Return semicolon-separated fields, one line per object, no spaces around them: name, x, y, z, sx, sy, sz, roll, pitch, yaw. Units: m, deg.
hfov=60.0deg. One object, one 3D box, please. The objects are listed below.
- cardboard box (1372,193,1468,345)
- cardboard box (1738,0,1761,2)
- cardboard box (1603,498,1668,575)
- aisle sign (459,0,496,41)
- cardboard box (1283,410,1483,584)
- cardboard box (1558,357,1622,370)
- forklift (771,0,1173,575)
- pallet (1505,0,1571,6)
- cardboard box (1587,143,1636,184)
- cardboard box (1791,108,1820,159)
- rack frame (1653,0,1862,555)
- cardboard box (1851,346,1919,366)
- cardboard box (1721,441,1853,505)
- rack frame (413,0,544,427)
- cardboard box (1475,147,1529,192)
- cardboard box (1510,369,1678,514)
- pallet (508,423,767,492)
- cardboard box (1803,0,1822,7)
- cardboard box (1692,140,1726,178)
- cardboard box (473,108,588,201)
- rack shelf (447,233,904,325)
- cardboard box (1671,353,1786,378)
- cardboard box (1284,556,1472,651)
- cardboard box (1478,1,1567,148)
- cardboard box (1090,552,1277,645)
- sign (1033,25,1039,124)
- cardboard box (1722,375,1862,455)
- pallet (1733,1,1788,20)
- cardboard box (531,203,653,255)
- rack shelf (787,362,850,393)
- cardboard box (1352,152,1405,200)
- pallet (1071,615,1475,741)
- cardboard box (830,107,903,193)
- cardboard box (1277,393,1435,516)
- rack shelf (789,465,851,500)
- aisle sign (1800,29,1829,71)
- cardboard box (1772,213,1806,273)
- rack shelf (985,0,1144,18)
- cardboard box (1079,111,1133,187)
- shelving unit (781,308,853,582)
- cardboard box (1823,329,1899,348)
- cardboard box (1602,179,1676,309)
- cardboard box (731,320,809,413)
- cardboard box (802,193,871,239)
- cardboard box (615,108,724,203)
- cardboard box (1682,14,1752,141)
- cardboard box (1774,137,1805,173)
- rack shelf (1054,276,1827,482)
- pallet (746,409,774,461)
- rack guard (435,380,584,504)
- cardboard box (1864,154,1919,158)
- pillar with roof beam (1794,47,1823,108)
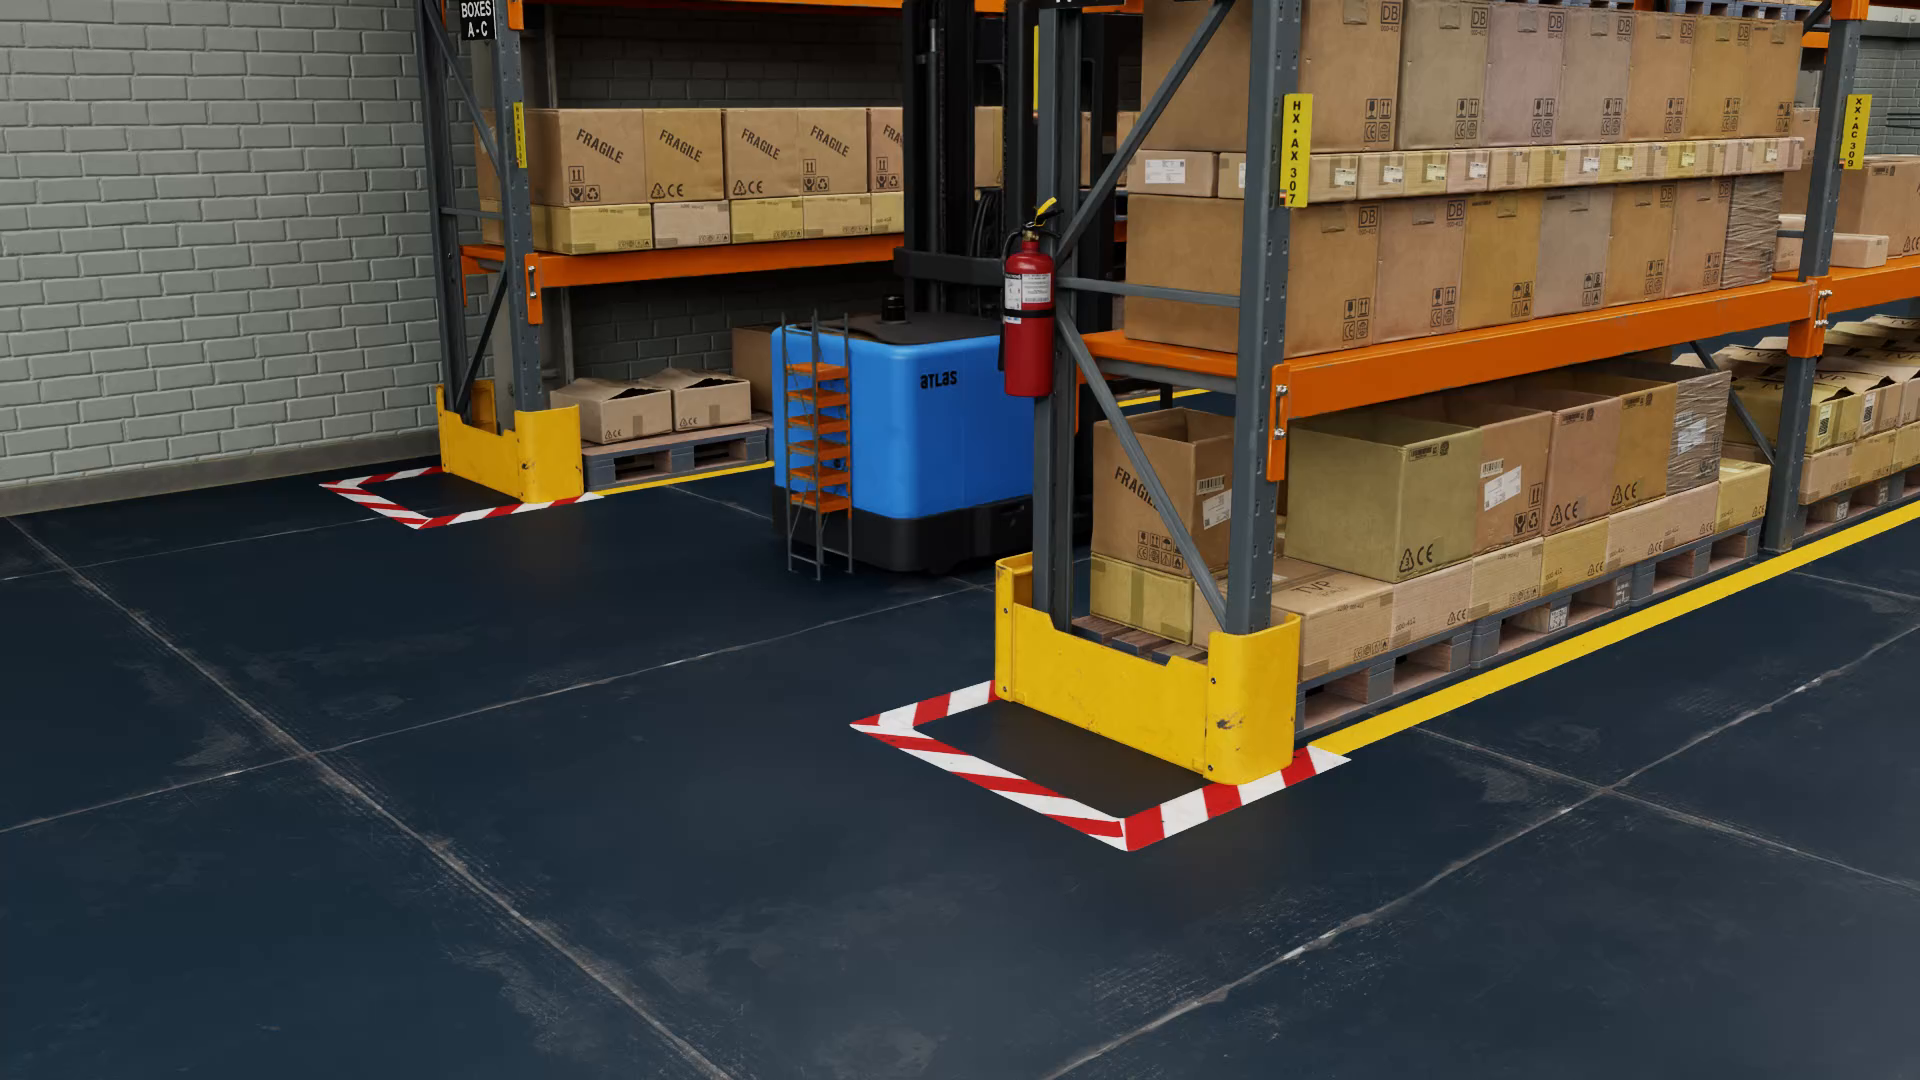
cardboard box;1.387;-1.020;6.061;0.500;0.500;0.700;-12;19;-38
cardboard box;7.902;-5.667;17.124;0.500;0.250;0.500;-13;20;-41
cardboard box;2.694;-0.066;7.197;0.500;0.250;0.500;-13;19;-39
aisle sign;-2.478;-2.954;8.459;0.004;0.787;0.394;-13;19;-39
cardboard box;1.560;-0.174;6.151;0.500;0.500;0.500;-13;19;-39
cardboard box;2.724;-0.615;7.803;0.500;0.500;0.500;-13;19;-39
forklift;0.518;-1.555;8.391;3.031;2.935;1.130;-13;20;-40
pallet;4.707;-4.791;14.928;1.213;0.211;1.003;-12;19;-37
cardboard box;2.429;-1.496;6.588;0.250;0.149;0.380;-12;19;-38
cardboard box;9.071;-4.536;18.837;0.700;0.700;0.980;-12;19;-37
rack frame;3.651;-1.483;7.988;0.127;3.000;1.000;-13;19;-39
cardboard box;5.285;-0.910;9.272;0.500;0.311;0.500;-12;19;-38
cardboard box;4.118;-0.377;8.364;0.500;0.250;0.500;-13;20;-41
rack frame;-2.621;-1.769;9.059;0.127;3.000;1.000;-13;19;-39
cardboard box;1.849;-1.366;6.102;0.250;0.149;0.380;-14;20;-41
cardboard box;2.685;-0.430;7.110;0.500;0.500;0.500;-13;19;-39
pallet;-1.928;-0.565;9.956;1.213;0.211;1.003;-13;19;-39
cardboard box;9.071;-5.931;18.113;0.500;0.250;0.500;-12;19;-38
cardboard box;3.005;-1.625;7.072;0.250;0.149;0.380;-13;20;-39
cardboard box;-2.405;-2.189;9.433;0.500;0.500;0.500;-13;20;-40
rack shelf;-1.112;-1.760;10.420;4.000;0.370;1.077;-13;19;-39
cardboard box;4.157;-0.842;9.016;0.500;0.311;0.500;-12;19;-38
cardboard box;1.559;0.188;6.249;0.500;0.250;0.500;-13;19;-39
cardboard box;1.807;-1.741;6.249;0.500;0.500;0.700;-13;19;-39
cardboard box;0.844;0.172;6.307;0.500;0.250;0.500;-13;19;-39
sign;0.288;-1.587;5.675;0.005;0.325;0.100;-13;19;-39
cardboard box;4.126;-0.649;8.297;0.500;0.311;0.500;-13;19;-39
pallet;7.976;-5.550;17.575;1.213;0.211;1.003;-13;19;-39
cardboard box;-2.044;-1.727;9.154;0.500;0.250;0.500;-13;20;-41
rack shelf;-0.645;-0.734;7.449;0.180;0.103;0.258;-13;20;-40
cardboard box;1.268;-1.236;5.616;0.250;0.149;0.380;-13;20;-41
pallet;1.183;0.405;6.326;1.213;0.211;1.003;-13;19;-39
cardboard box;-0.517;-2.437;10.358;0.500;0.500;0.500;-13;20;-41
cardboard box;1.588;-0.363;6.857;0.500;0.500;0.500;-13;19;-39
rack shelf;-0.645;-0.270;7.573;0.180;0.103;0.258;-13;20;-40
aisle sign;9.700;-5.689;18.698;0.004;0.787;0.394;-13;19;-39
cardboard box;3.994;-1.502;8.351;0.500;0.250;0.500;-11;19;-36
rack shelf;1.905;-3.887;12.570;4.000;0.370;1.077;-13;19;-39
cardboard box;0.803;-2.787;11.824;0.500;0.500;0.700;-13;19;-39
shelving unit;-0.645;-0.429;7.530;0.189;1.200;0.258;-13;20;-40
cardboard box;5.304;-1.097;9.974;0.500;0.311;0.500;-13;20;-41
cardboard box;2.546;-1.280;7.034;0.500;0.500;0.700;-12;19;-39
cardboard box;-1.024;-1.084;10.488;0.500;0.500;0.700;-14;21;-43
cardboard box;-0.891;-1.988;10.131;0.500;0.250;0.500;-12;19;-39
cardboard box;-1.684;-2.172;9.369;0.500;0.500;0.500;-13;19;-39
cardboard box;2.940;-1.995;7.200;0.500;0.500;0.700;-13;20;-39
cardboard box;3.587;-1.756;7.562;0.250;0.149;0.380;-13;20;-39
rack shelf;2.142;-0.796;6.812;4.000;0.370;1.077;-13;19;-39
pallet;-1.008;-0.771;10.726;1.213;0.211;1.003;-13;19;-39
rack guard;-2.564;-0.574;9.430;0.348;0.500;1.175;-13;19;-39
cardboard box;5.414;-1.921;9.436;0.500;0.500;0.500;-14;20;-42
pillar with roof beam;13.744;-7.165;17.637;0.400;9.000;9.100;-13;19;-39
